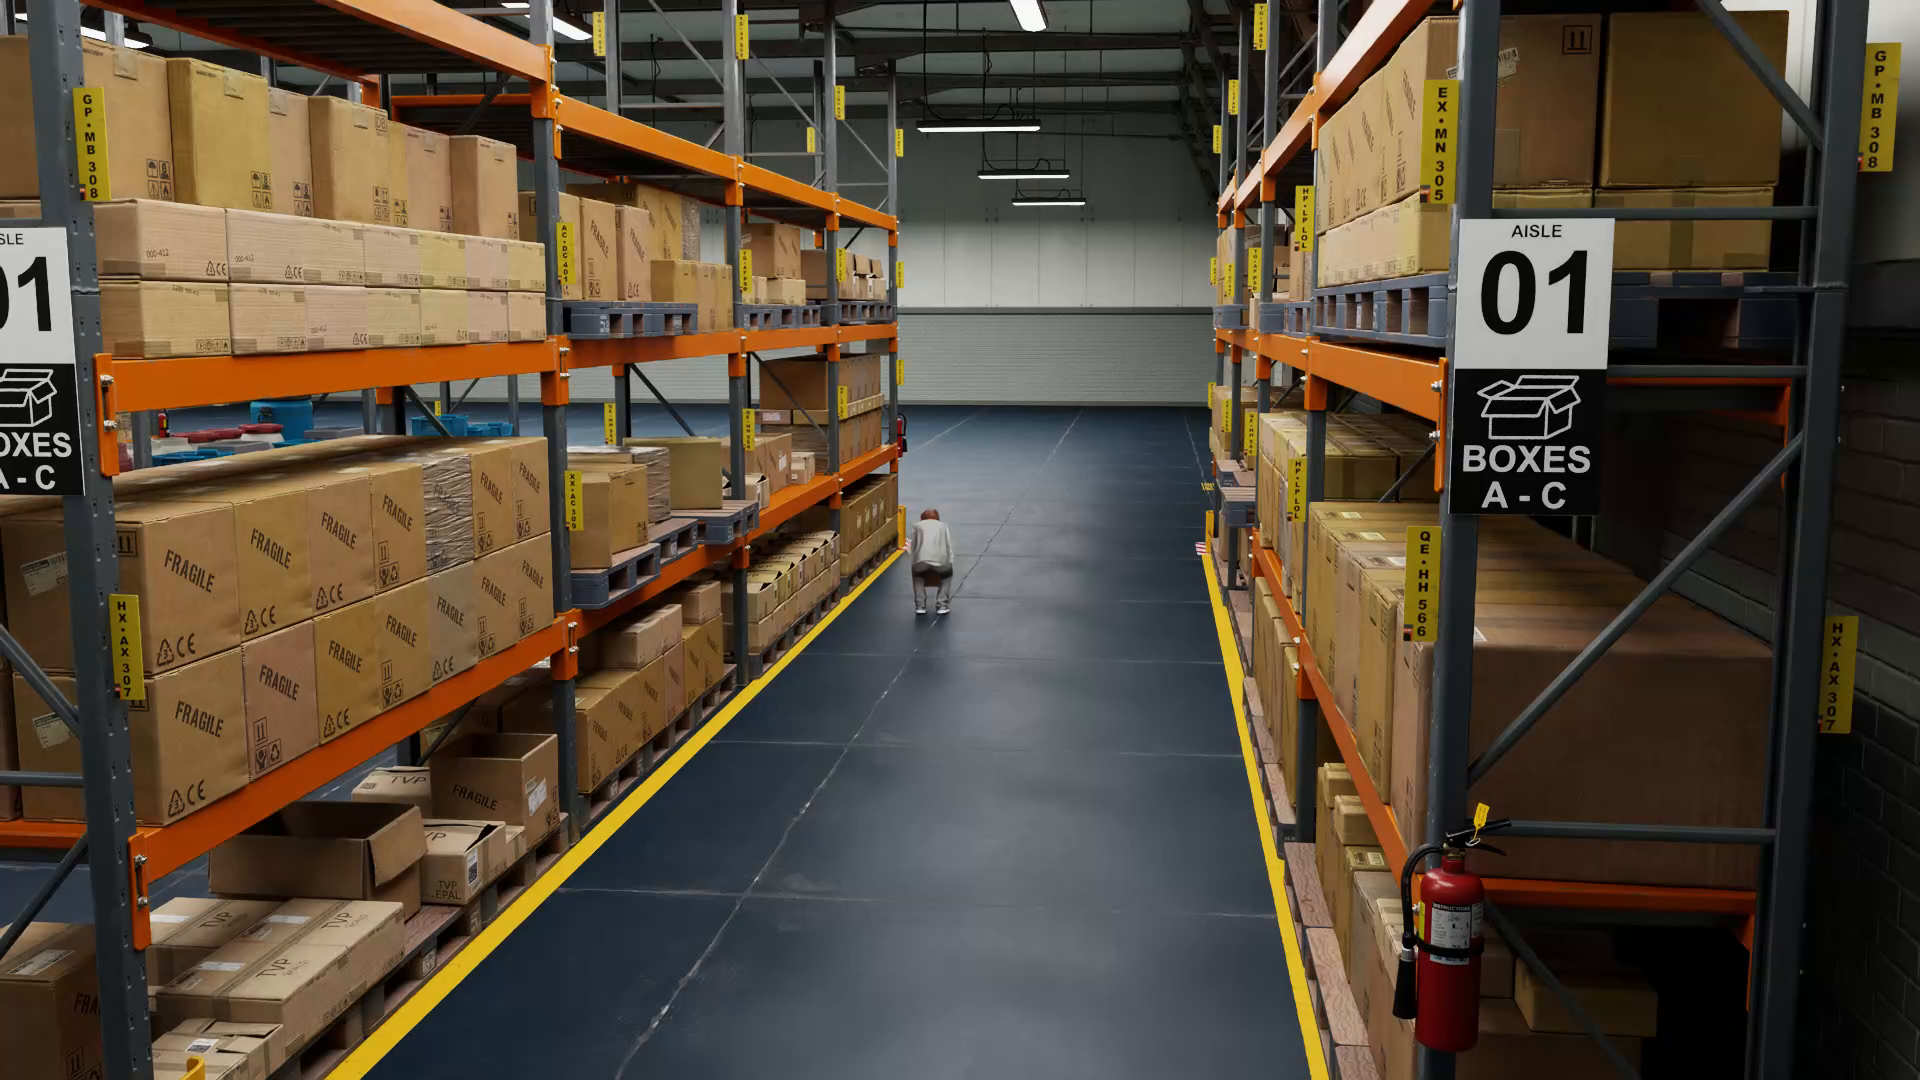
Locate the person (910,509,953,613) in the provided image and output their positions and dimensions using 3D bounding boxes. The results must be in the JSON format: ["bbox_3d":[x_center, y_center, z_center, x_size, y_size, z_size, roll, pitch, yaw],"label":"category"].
[{"bbox_3d":[-0.295,0.223,16.483,0.453,0.984,0.765,1,8,5],"label":"person"}]
